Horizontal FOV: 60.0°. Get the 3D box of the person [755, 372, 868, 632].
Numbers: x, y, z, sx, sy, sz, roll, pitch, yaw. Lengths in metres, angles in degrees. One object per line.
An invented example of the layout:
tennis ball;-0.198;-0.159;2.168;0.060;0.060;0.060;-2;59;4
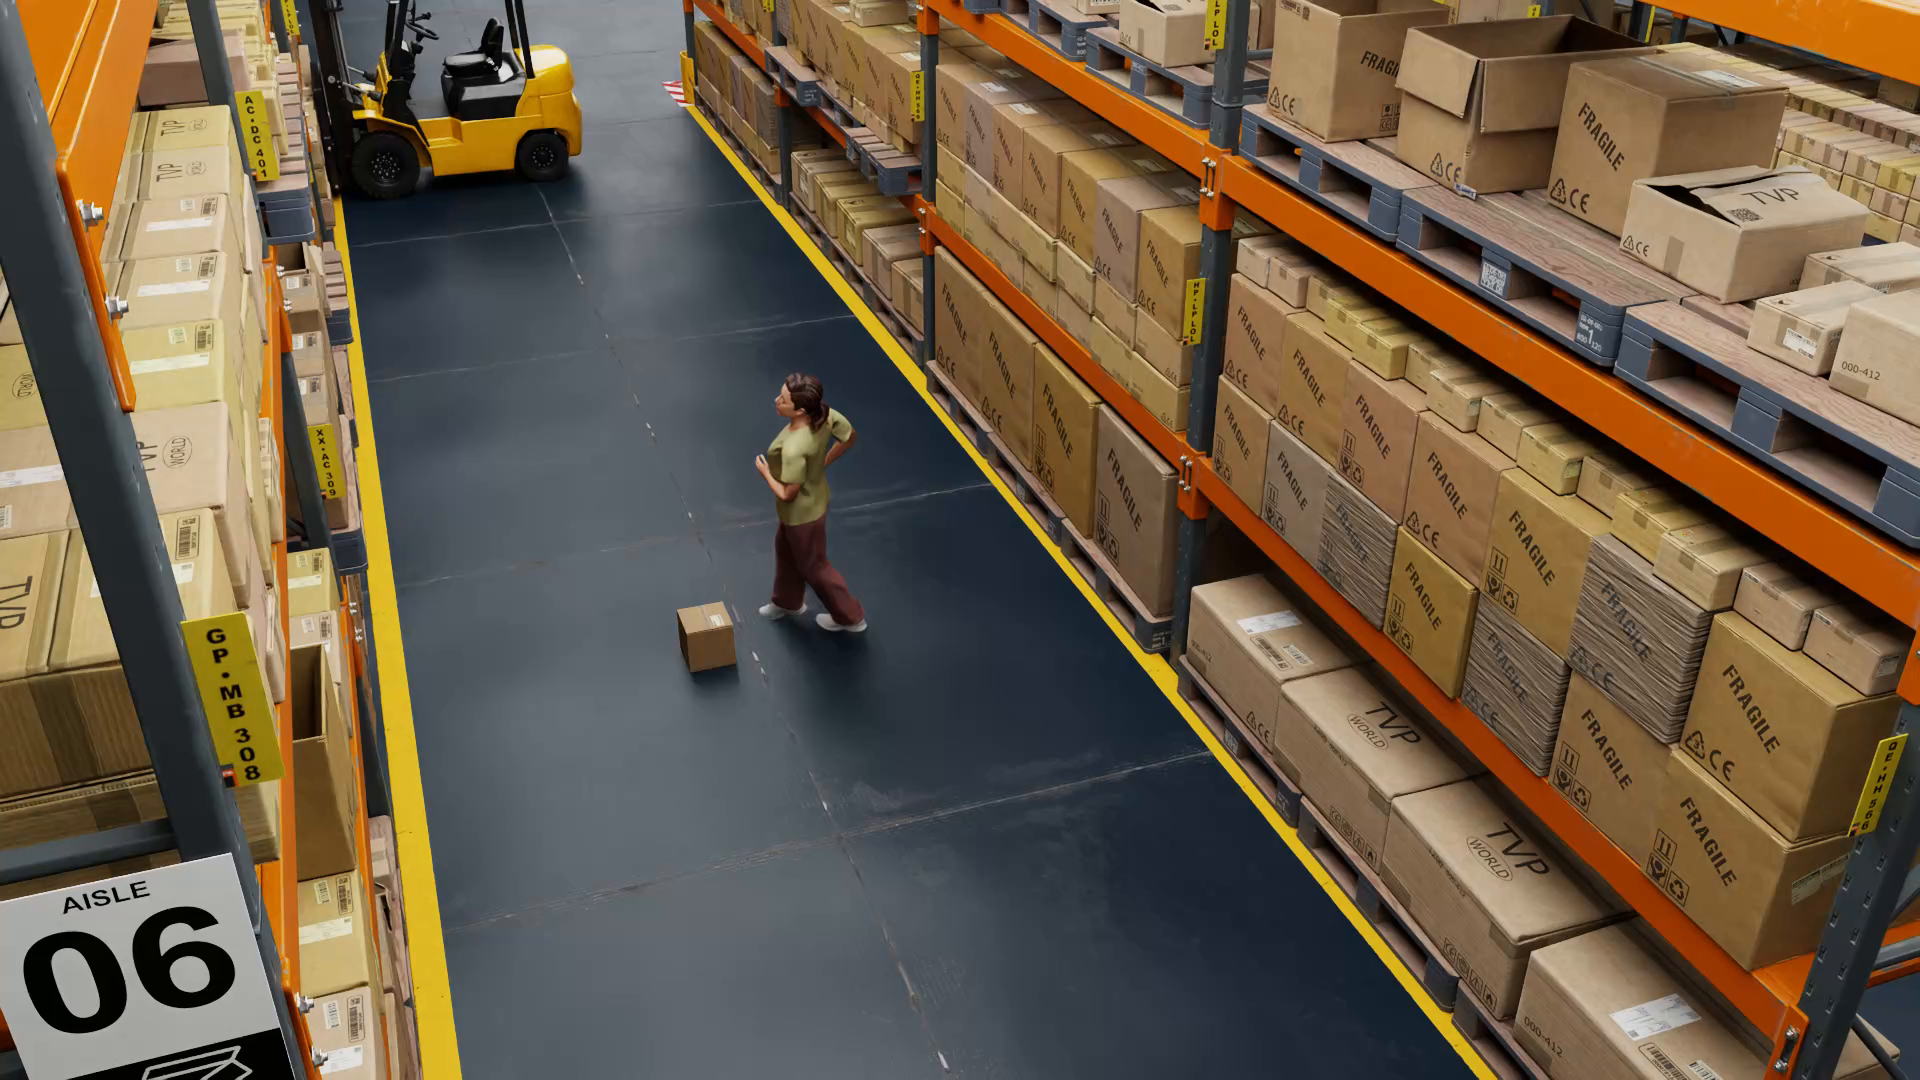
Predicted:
person;-0.853;-0.033;8.668;0.665;1.442;0.653;5;30;9
